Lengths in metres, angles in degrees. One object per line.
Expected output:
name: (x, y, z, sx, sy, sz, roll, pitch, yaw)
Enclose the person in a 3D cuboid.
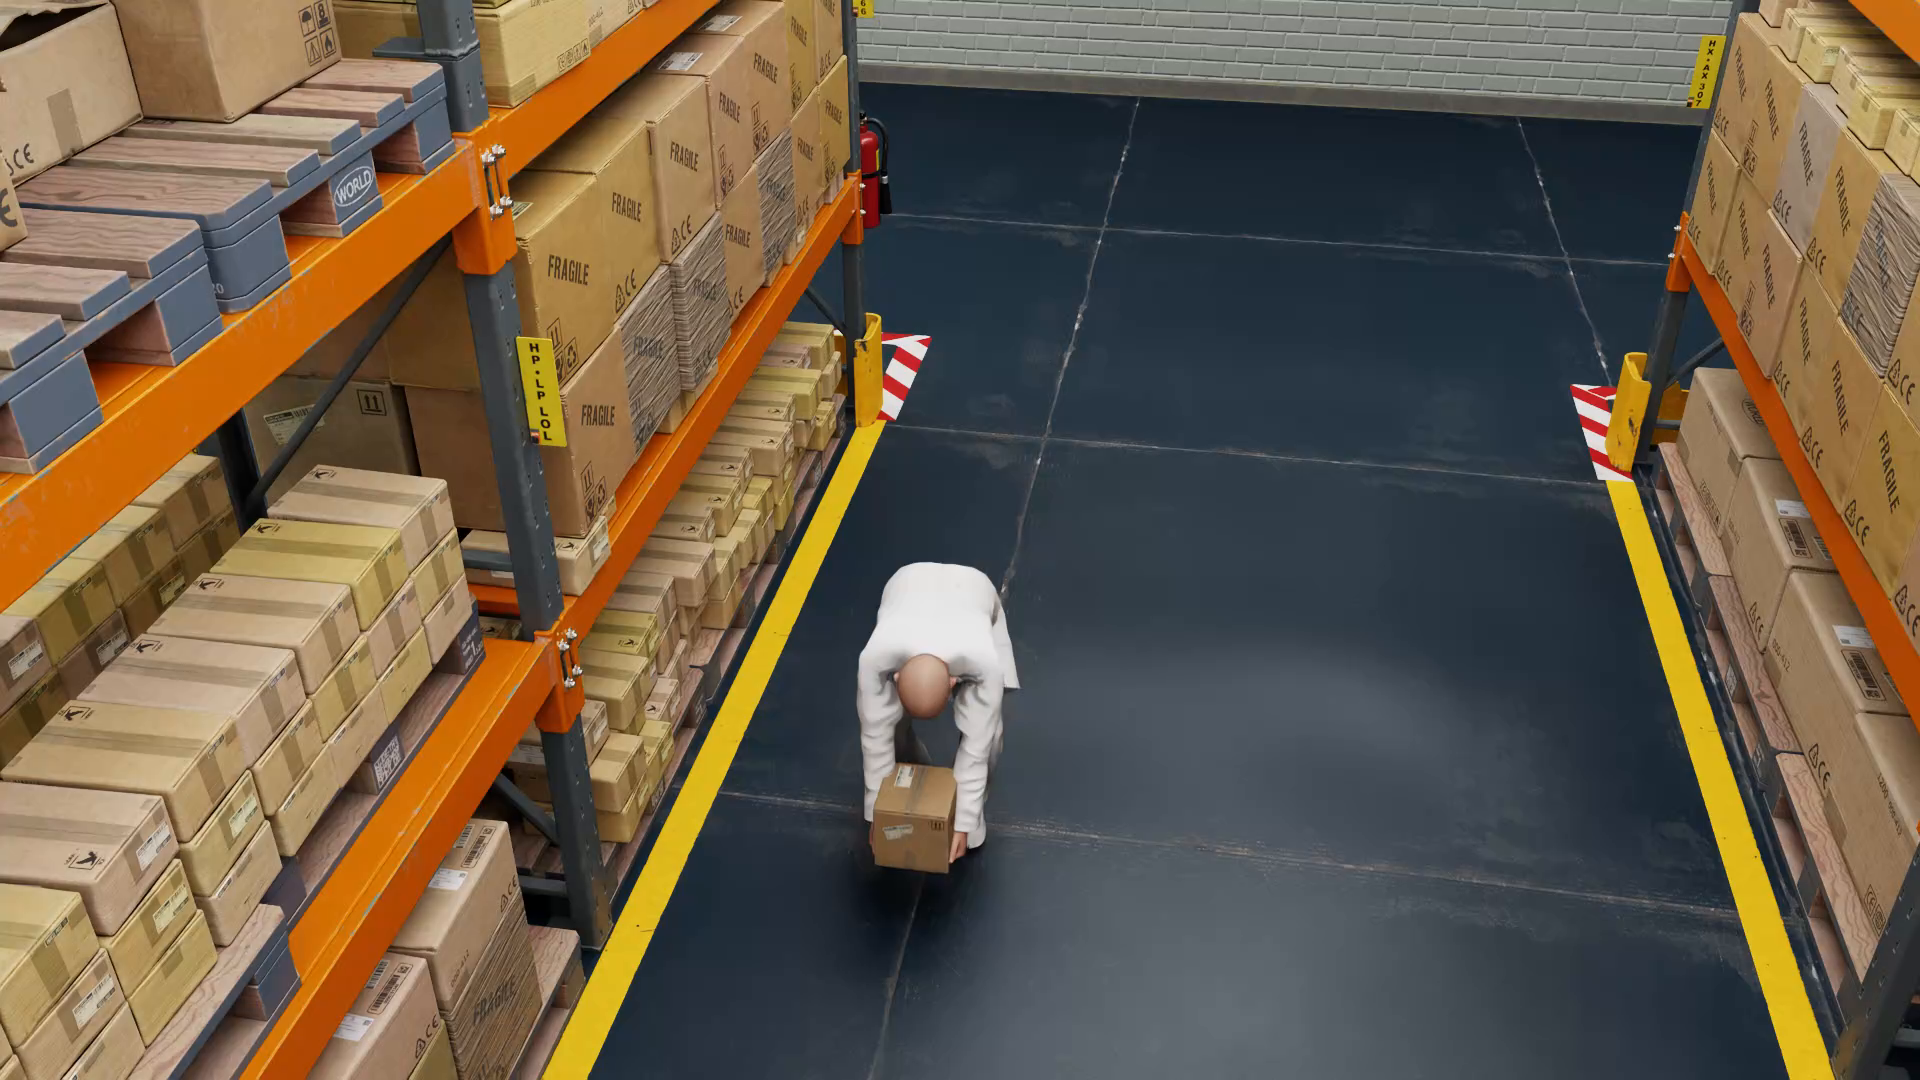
person: (-0.096, 0.637, 5.789, 0.582, 1.079, 0.941, 4, 32, 6)
